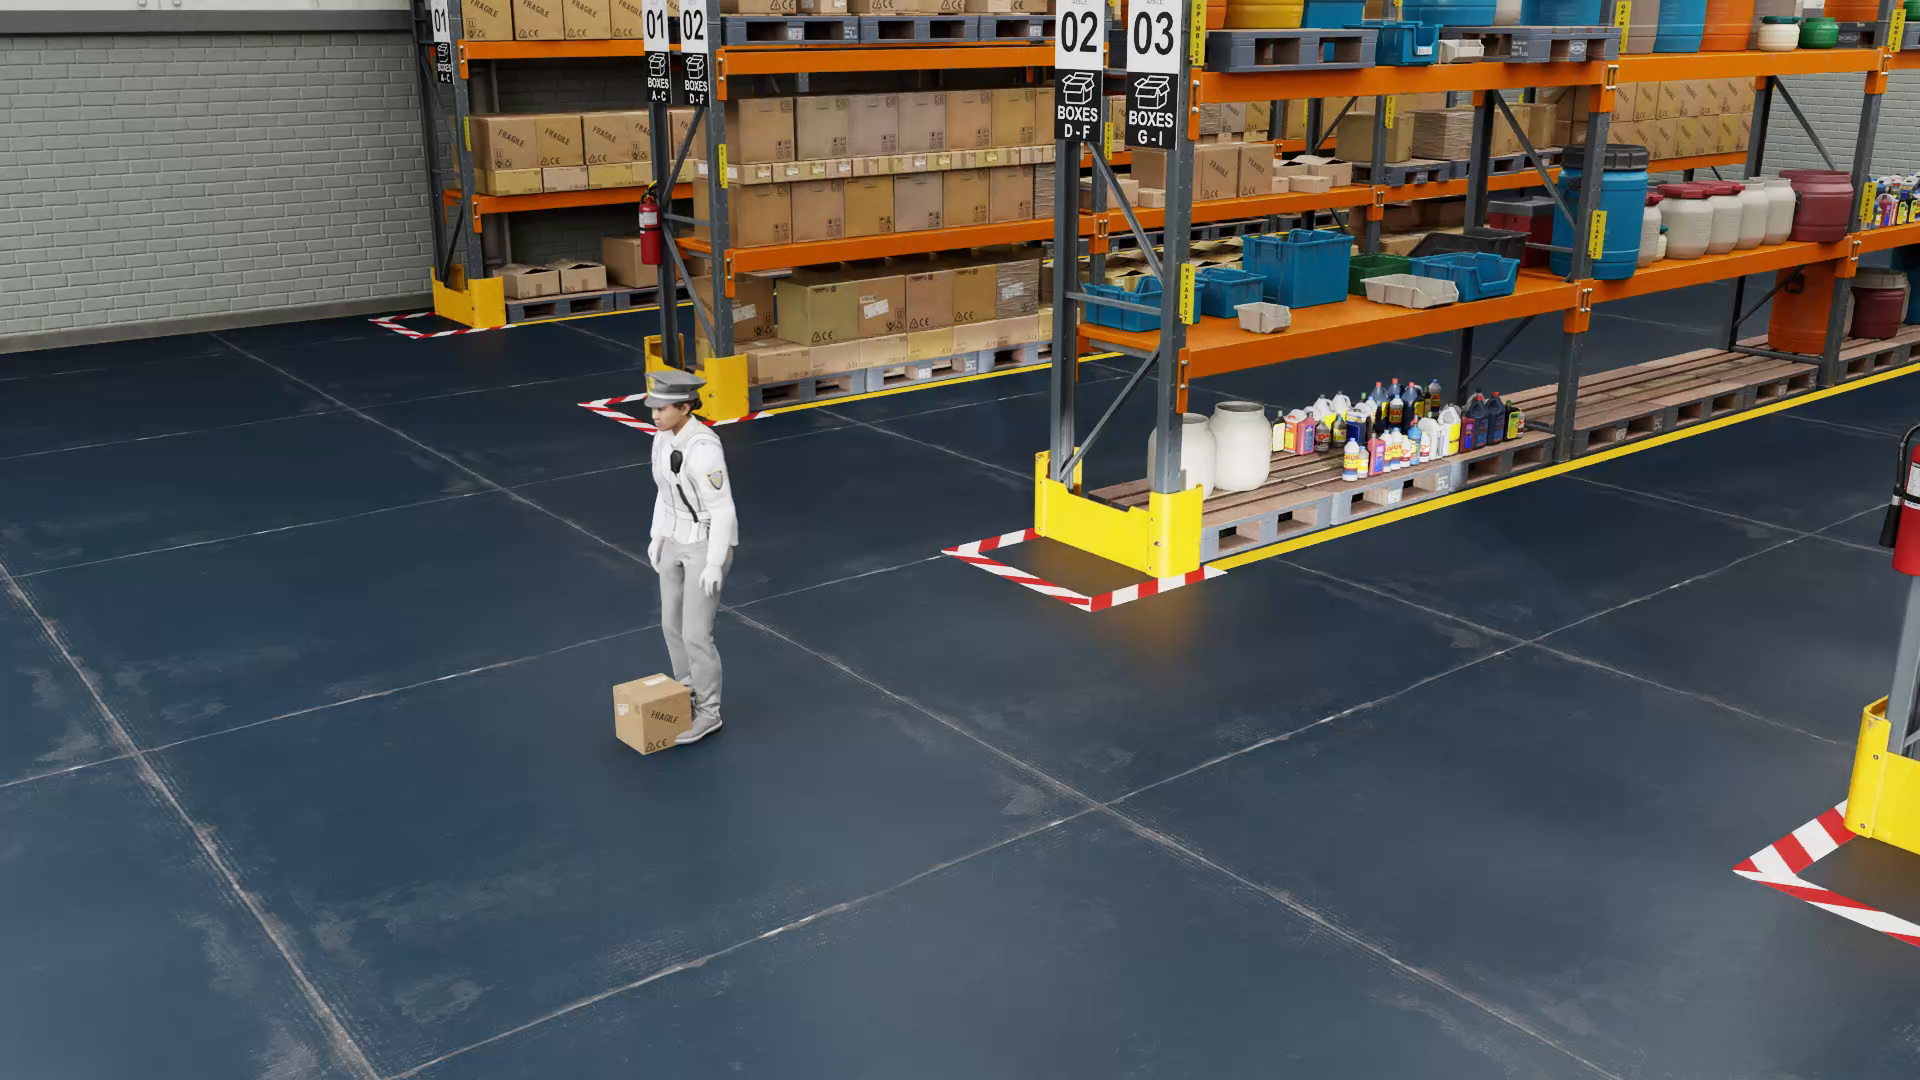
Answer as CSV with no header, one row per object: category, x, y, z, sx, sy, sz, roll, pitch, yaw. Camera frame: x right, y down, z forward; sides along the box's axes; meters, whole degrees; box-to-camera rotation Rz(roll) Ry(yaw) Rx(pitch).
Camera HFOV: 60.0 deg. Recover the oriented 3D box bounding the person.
person,-1.201,0.062,7.354,0.405,1.663,0.540,-14,23,-38
